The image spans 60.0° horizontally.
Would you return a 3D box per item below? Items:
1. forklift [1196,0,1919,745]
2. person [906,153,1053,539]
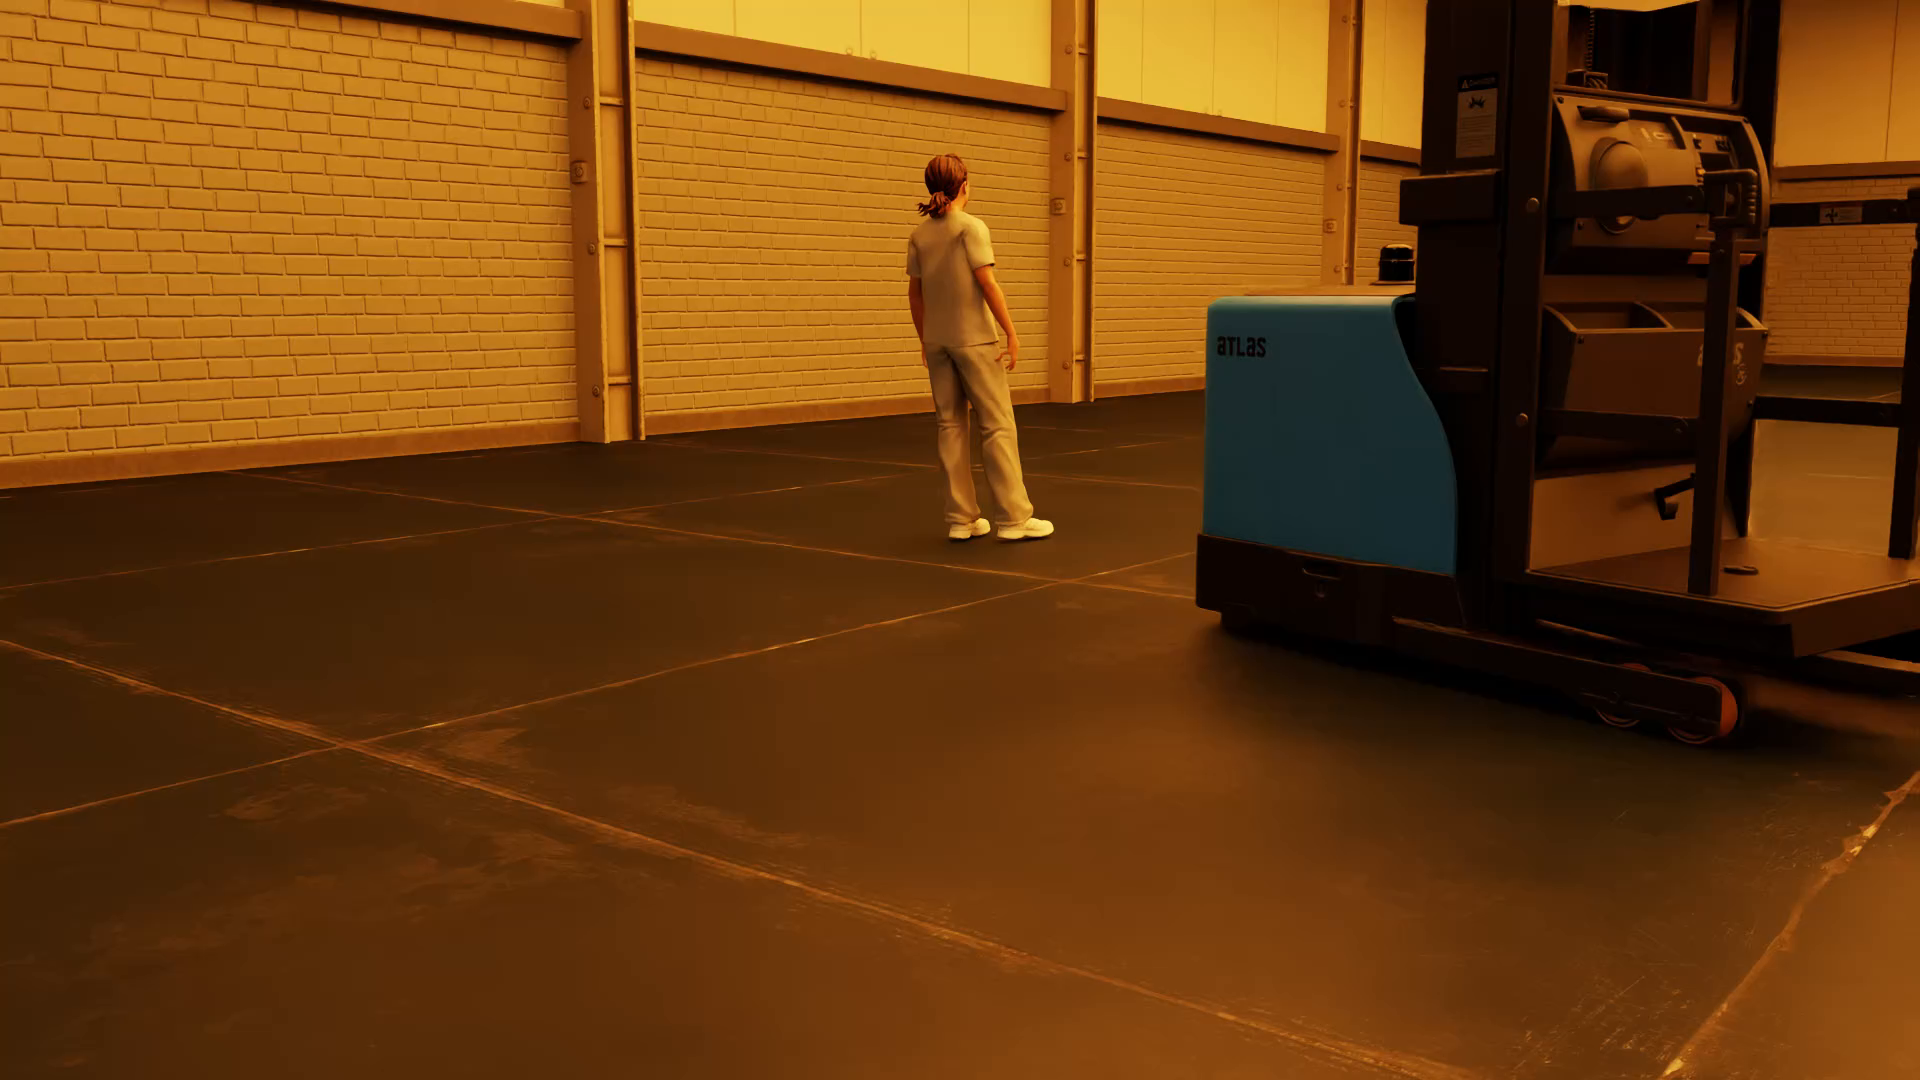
[{"bbox_3d":[2.038,-1.034,4.350,1.130,2.935,3.031,-6,10,-35],"label":"forklift"},{"bbox_3d":[0.057,-0.844,7.330,0.549,1.675,0.549,7,11,38],"label":"person"}]
